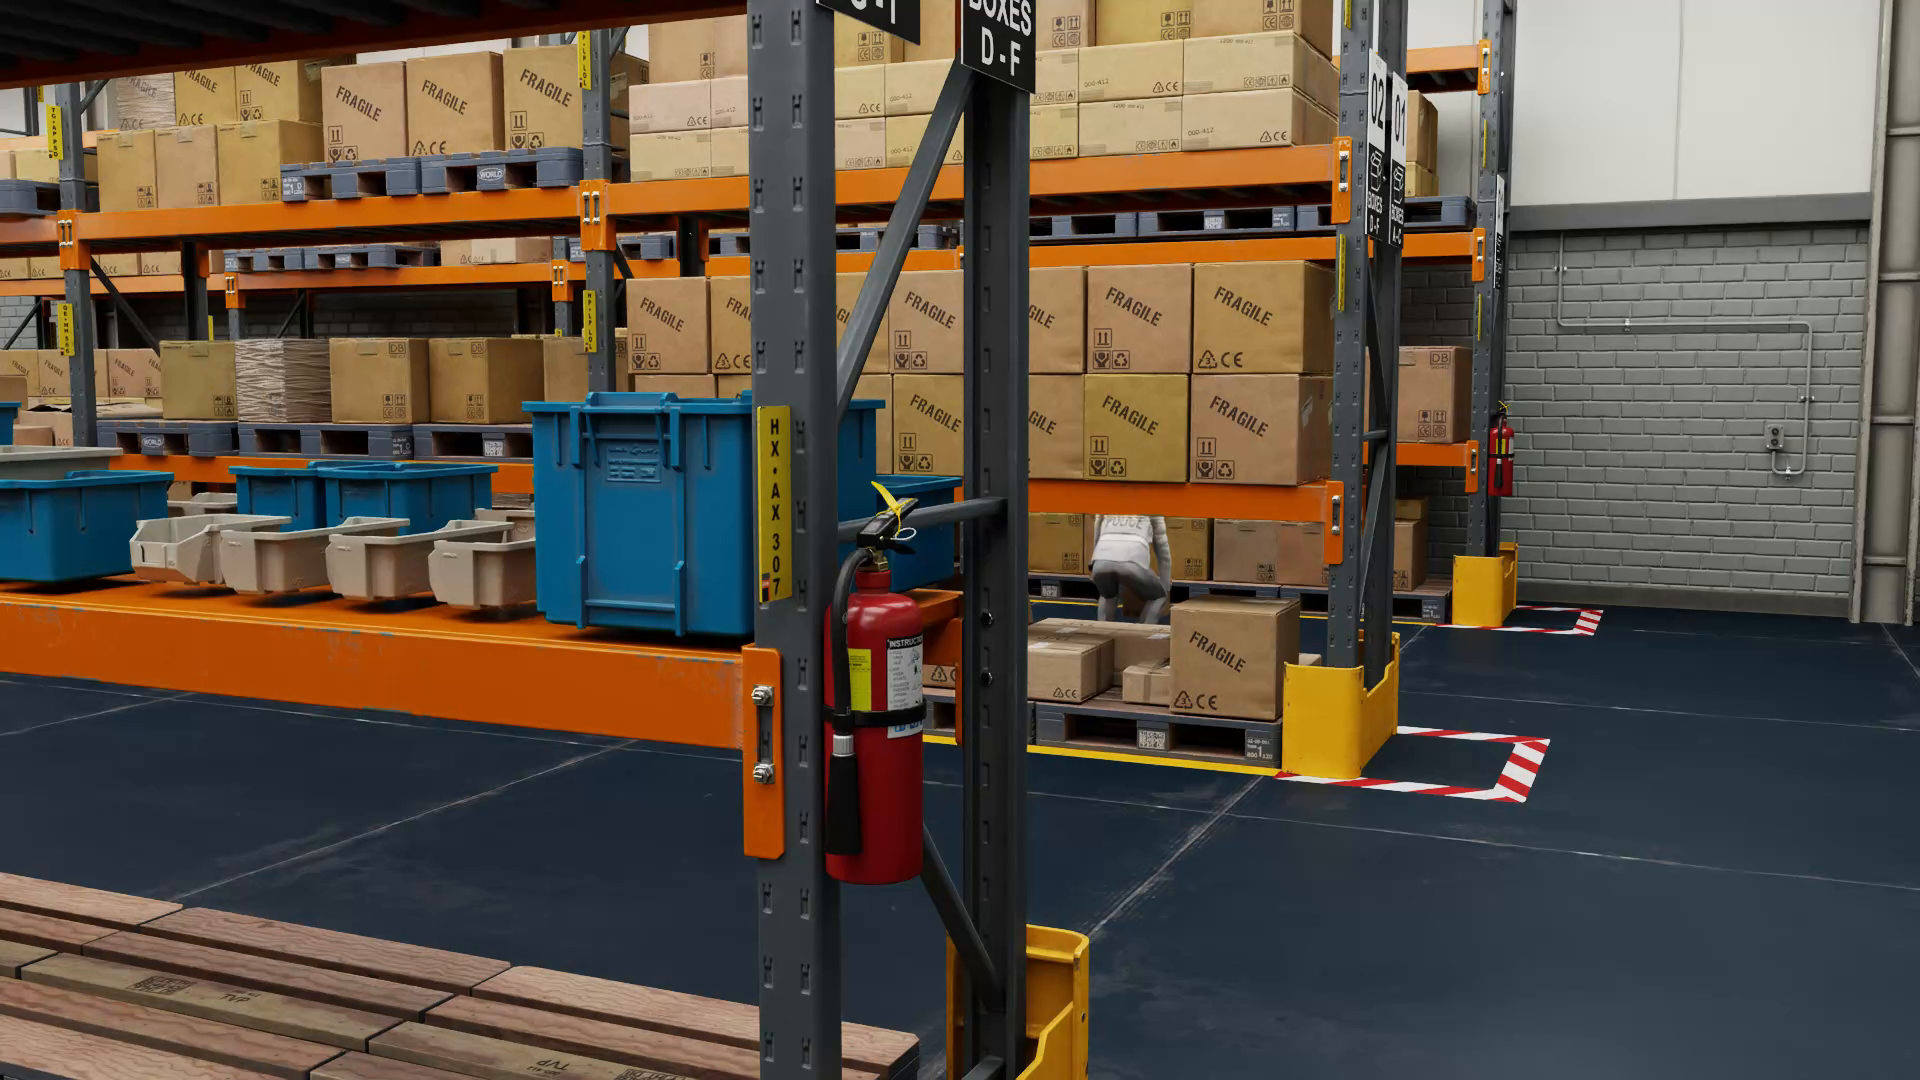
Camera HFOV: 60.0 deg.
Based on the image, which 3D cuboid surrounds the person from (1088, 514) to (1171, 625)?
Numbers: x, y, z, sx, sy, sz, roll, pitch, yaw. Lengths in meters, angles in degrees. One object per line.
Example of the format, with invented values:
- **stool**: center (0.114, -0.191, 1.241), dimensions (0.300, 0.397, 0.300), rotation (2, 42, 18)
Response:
- **person**: center (1.069, 0.175, 10.699), dimensions (0.516, 1.139, 0.802), rotation (2, 6, 23)
